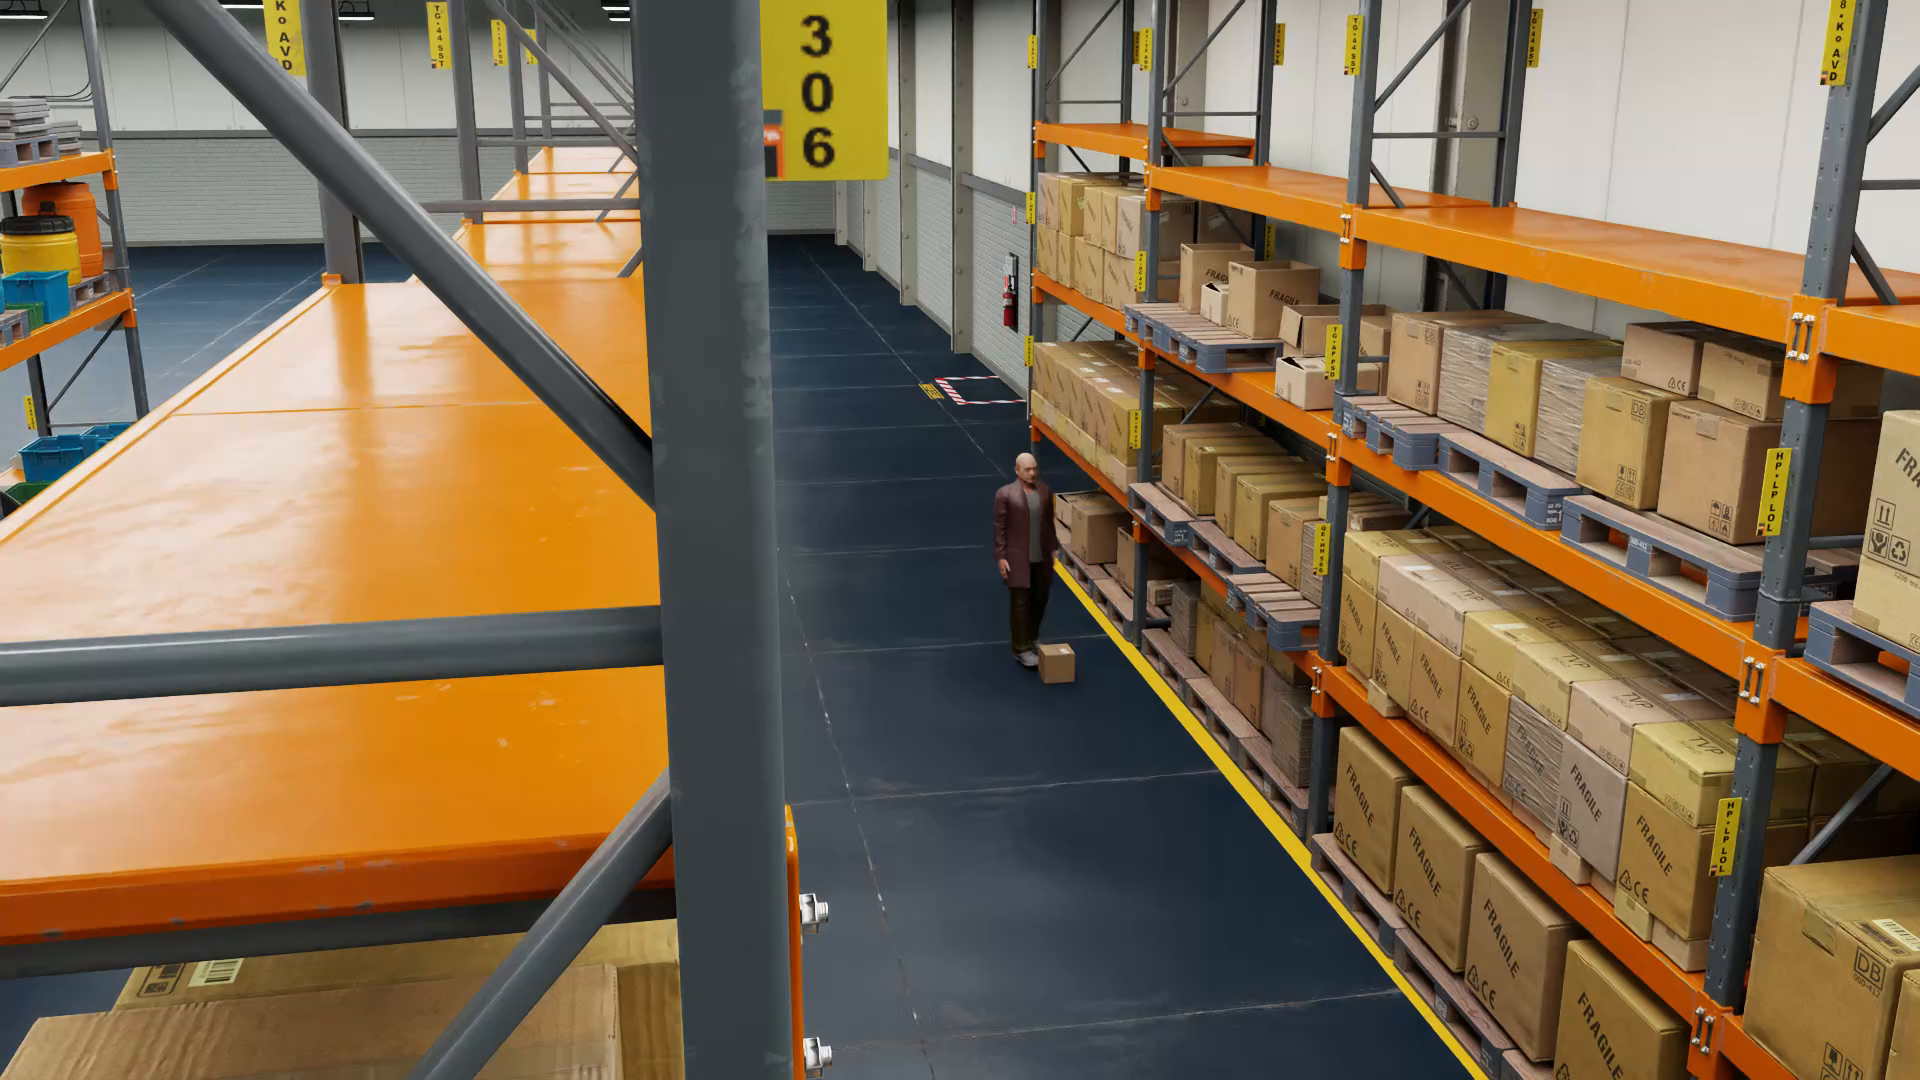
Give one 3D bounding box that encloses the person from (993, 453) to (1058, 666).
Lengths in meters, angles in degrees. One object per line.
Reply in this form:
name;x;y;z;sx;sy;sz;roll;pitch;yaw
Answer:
person;0.570;0.152;14.027;0.618;1.802;0.691;-7;18;-24
